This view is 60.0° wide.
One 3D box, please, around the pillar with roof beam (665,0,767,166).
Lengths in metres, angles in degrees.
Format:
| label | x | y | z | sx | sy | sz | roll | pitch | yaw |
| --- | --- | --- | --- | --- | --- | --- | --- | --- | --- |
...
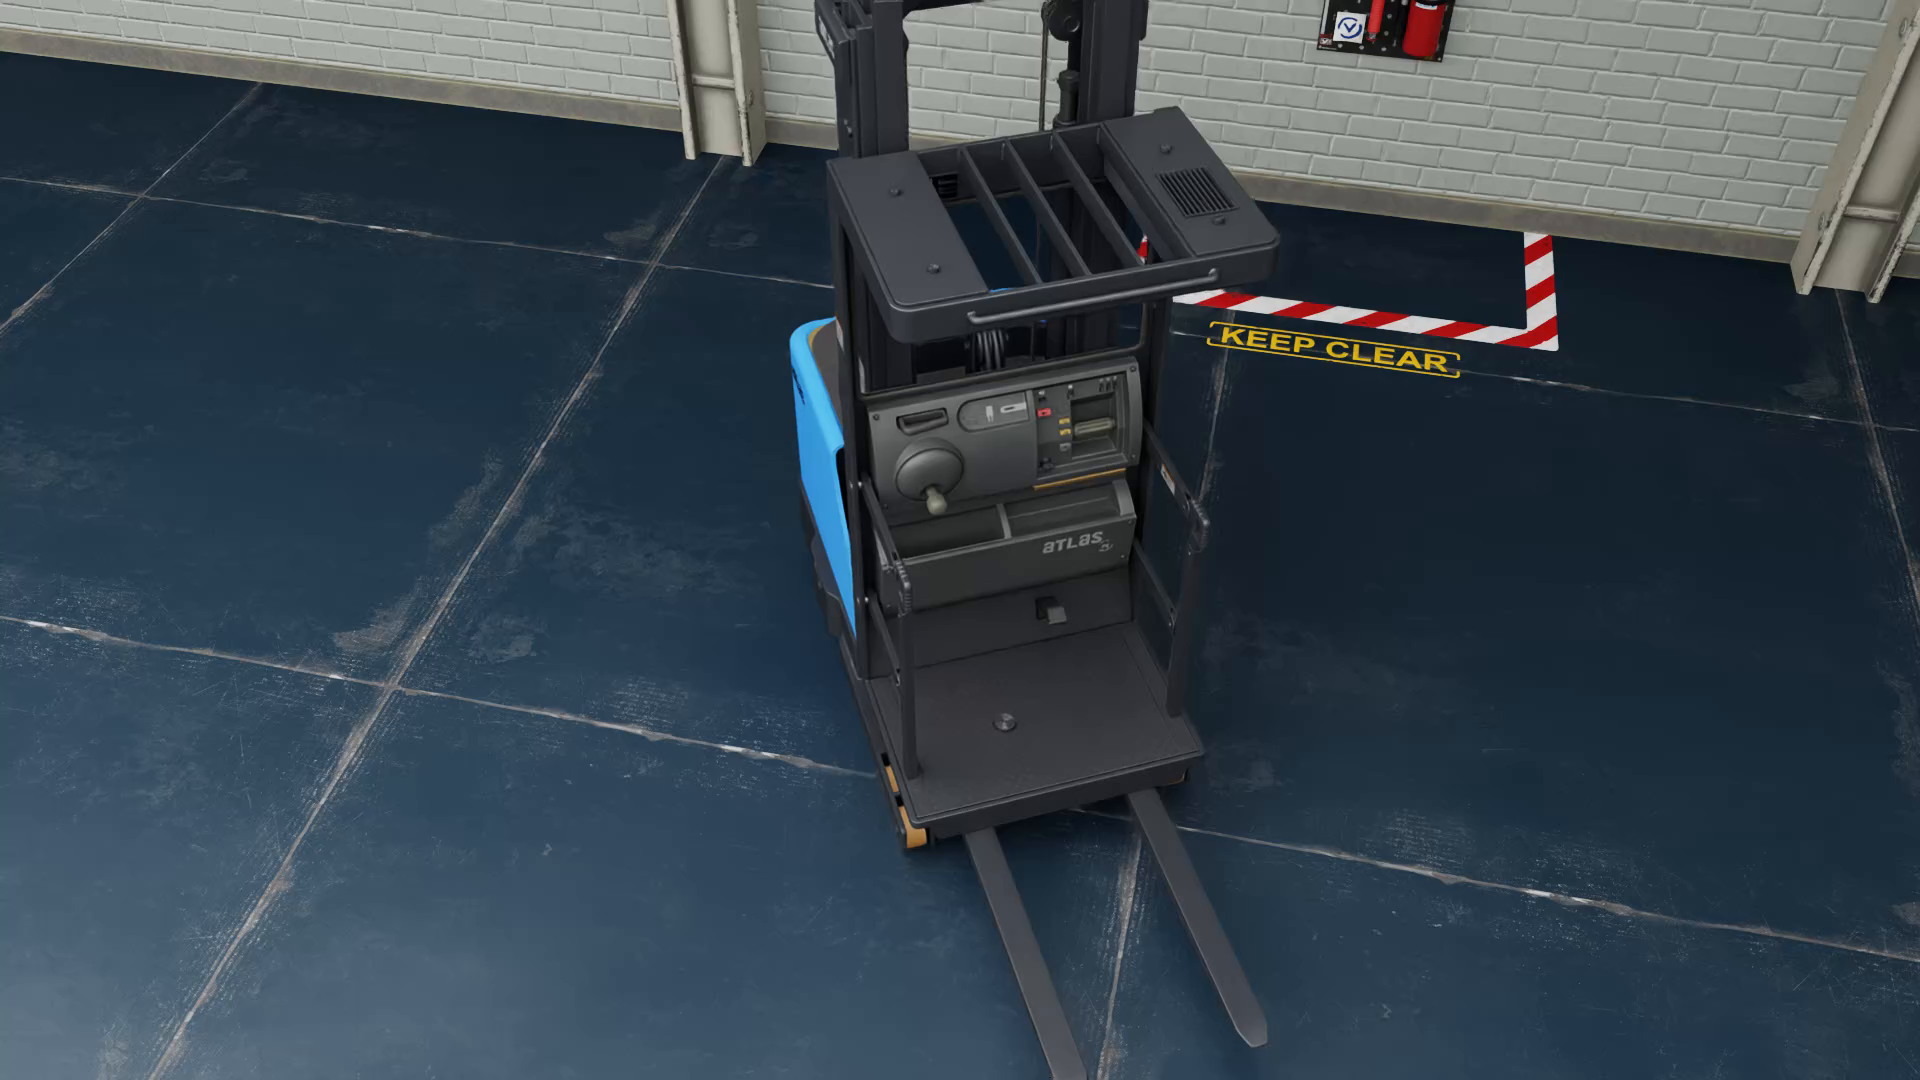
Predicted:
| label | x | y | z | sx | sy | sz | roll | pitch | yaw |
| --- | --- | --- | --- | --- | --- | --- | --- | --- | --- |
| pillar with roof beam | -2.276 | -2.576 | 3.397 | 0.400 | 9.000 | 9.100 | 9 | 45 | 9 |

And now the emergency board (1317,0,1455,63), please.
| label | x | y | z | sx | sy | sz | roll | pitch | yaw |
| --- | --- | --- | --- | --- | --- | --- | --- | --- | --- |
| emergency board | 2.116 | -2.820 | 7.976 | 0.643 | 1.169 | 0.194 | 9 | 45 | 9 |

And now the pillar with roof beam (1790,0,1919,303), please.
| label | x | y | z | sx | sy | sz | roll | pitch | yaw |
| --- | --- | --- | --- | --- | --- | --- | --- | --- | --- |
| pillar with roof beam | 3.580 | -1.668 | 2.454 | 0.400 | 9.000 | 9.100 | 9 | 45 | 9 |

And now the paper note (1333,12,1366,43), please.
| label | x | y | z | sx | sy | sz | roll | pitch | yaw |
| --- | --- | --- | --- | --- | --- | --- | --- | --- | --- |
| paper note | 1.959 | -2.576 | 8.358 | 0.142 | 0.148 | 0.016 | 9 | 45 | 9 |

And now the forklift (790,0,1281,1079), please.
| label | x | y | z | sx | sy | sz | roll | pitch | yaw |
| --- | --- | --- | --- | --- | --- | --- | --- | --- | --- |
| forklift | 0.223 | -0.249 | 5.356 | 1.130 | 2.935 | 3.031 | -12 | 45 | -12 |
